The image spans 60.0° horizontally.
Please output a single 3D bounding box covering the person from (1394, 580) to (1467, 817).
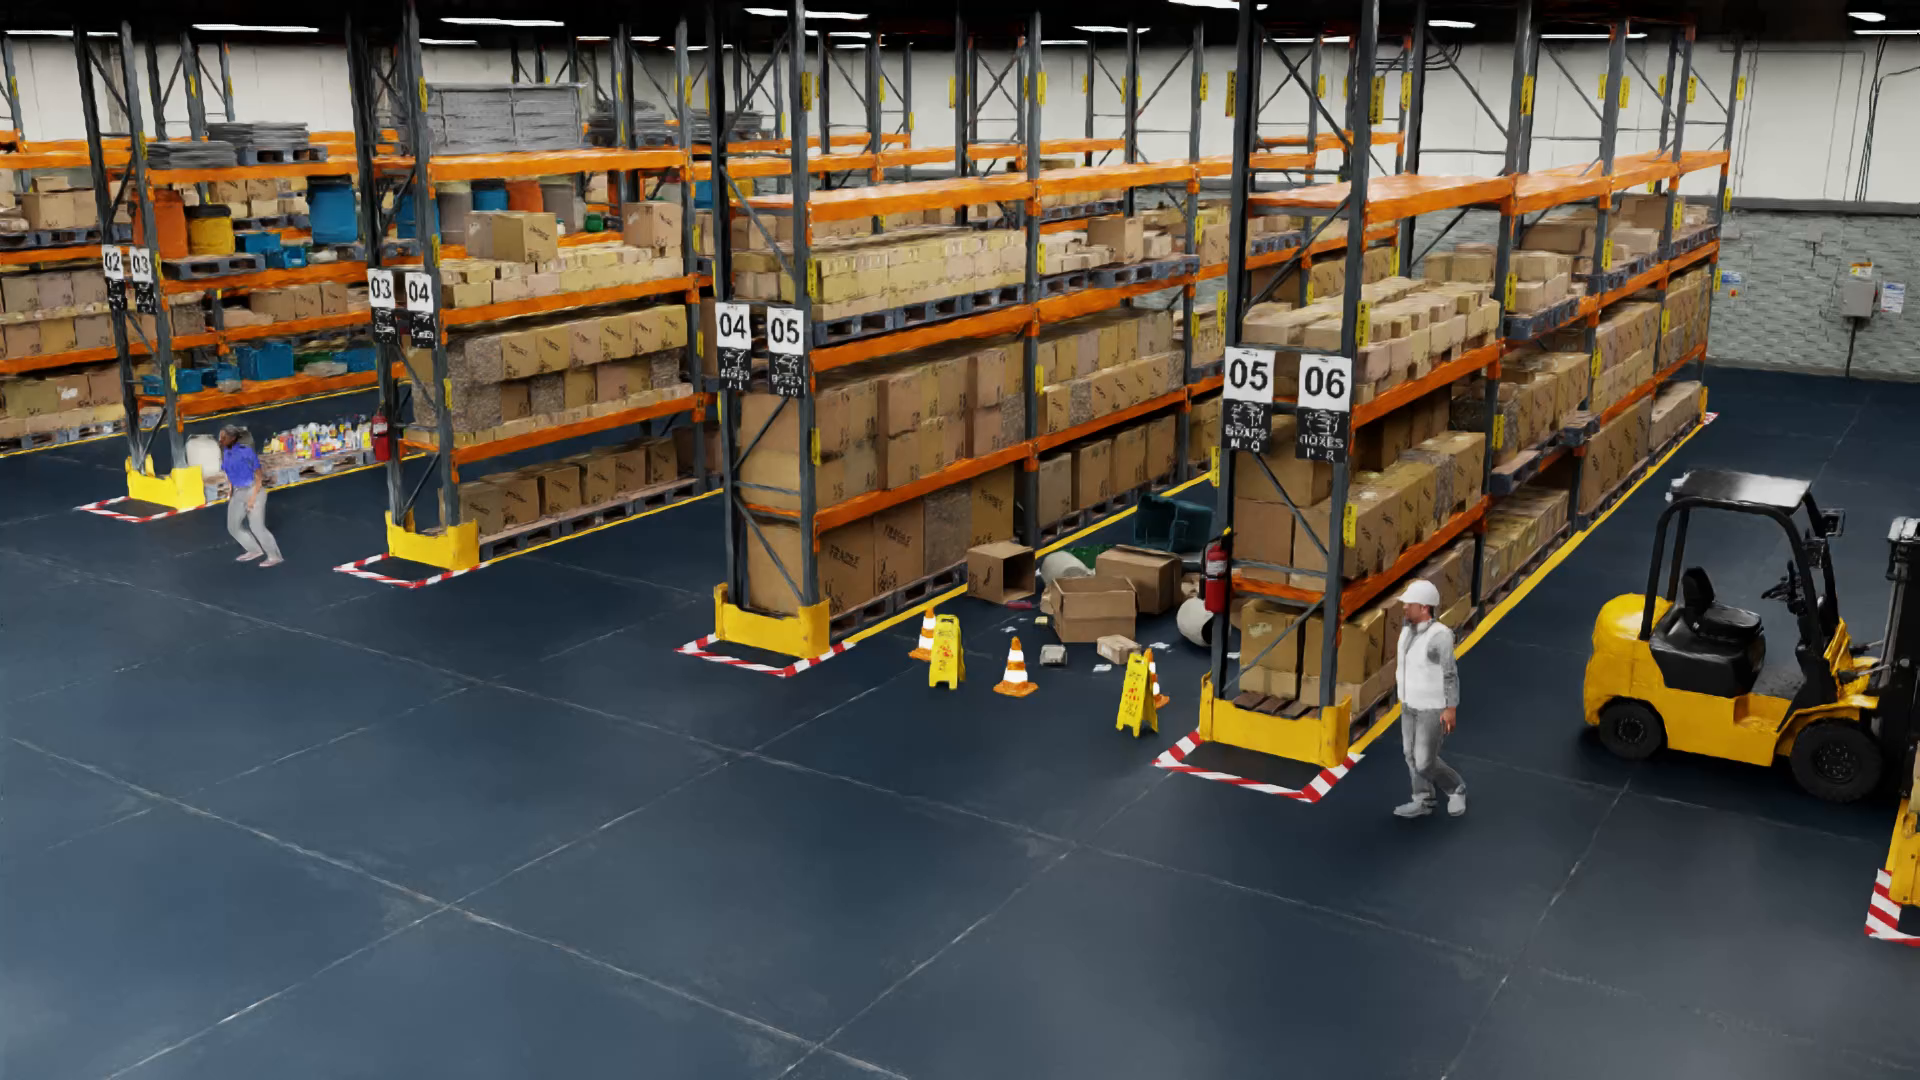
[{"bbox_3d":[3.353,1.141,11.838,0.559,1.768,0.588,-5,16,-19],"label":"person"}]

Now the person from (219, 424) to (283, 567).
[{"bbox_3d":[-7.729,-0.491,18.027,0.592,1.604,0.518,9,18,29],"label":"person"}]
